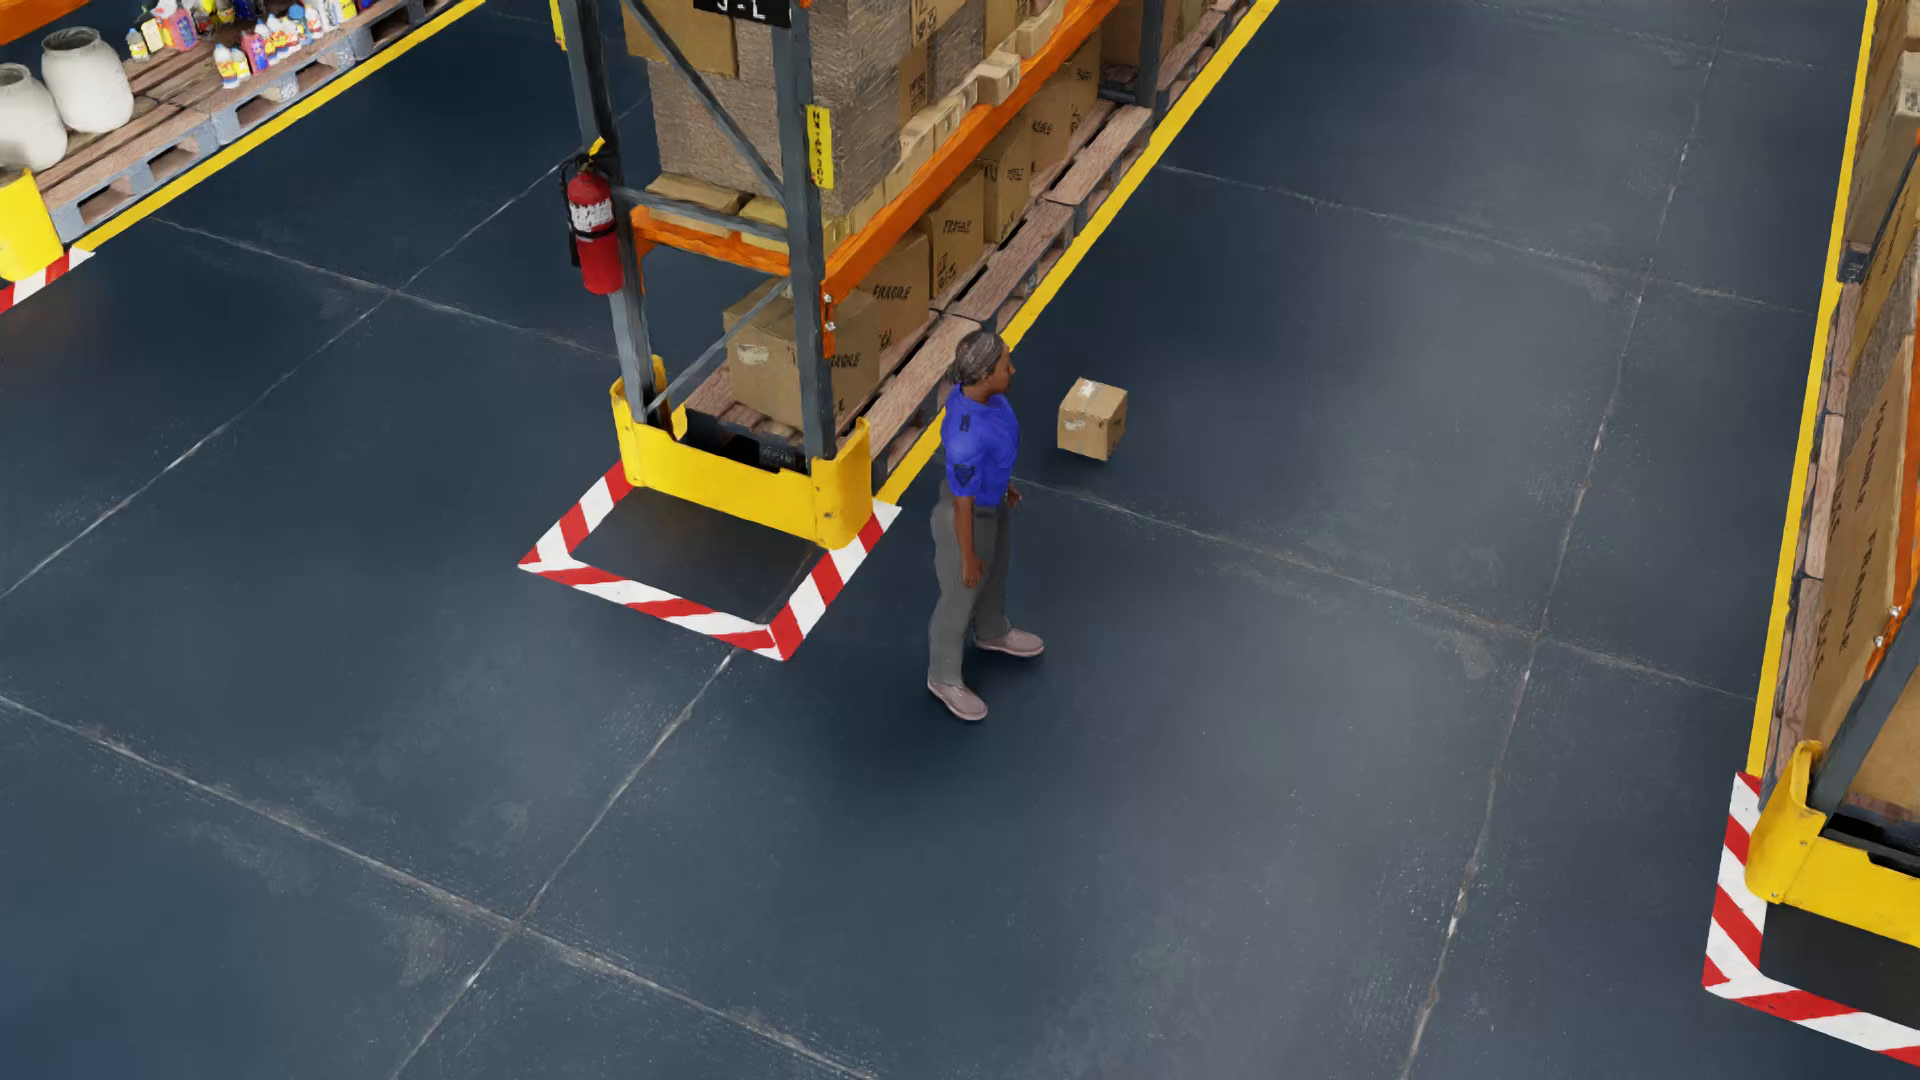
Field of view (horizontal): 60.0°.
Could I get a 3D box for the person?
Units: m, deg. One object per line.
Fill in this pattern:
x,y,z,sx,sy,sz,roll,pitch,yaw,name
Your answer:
0.104,-0.073,6.206,0.437,1.666,0.532,8,43,8,person
